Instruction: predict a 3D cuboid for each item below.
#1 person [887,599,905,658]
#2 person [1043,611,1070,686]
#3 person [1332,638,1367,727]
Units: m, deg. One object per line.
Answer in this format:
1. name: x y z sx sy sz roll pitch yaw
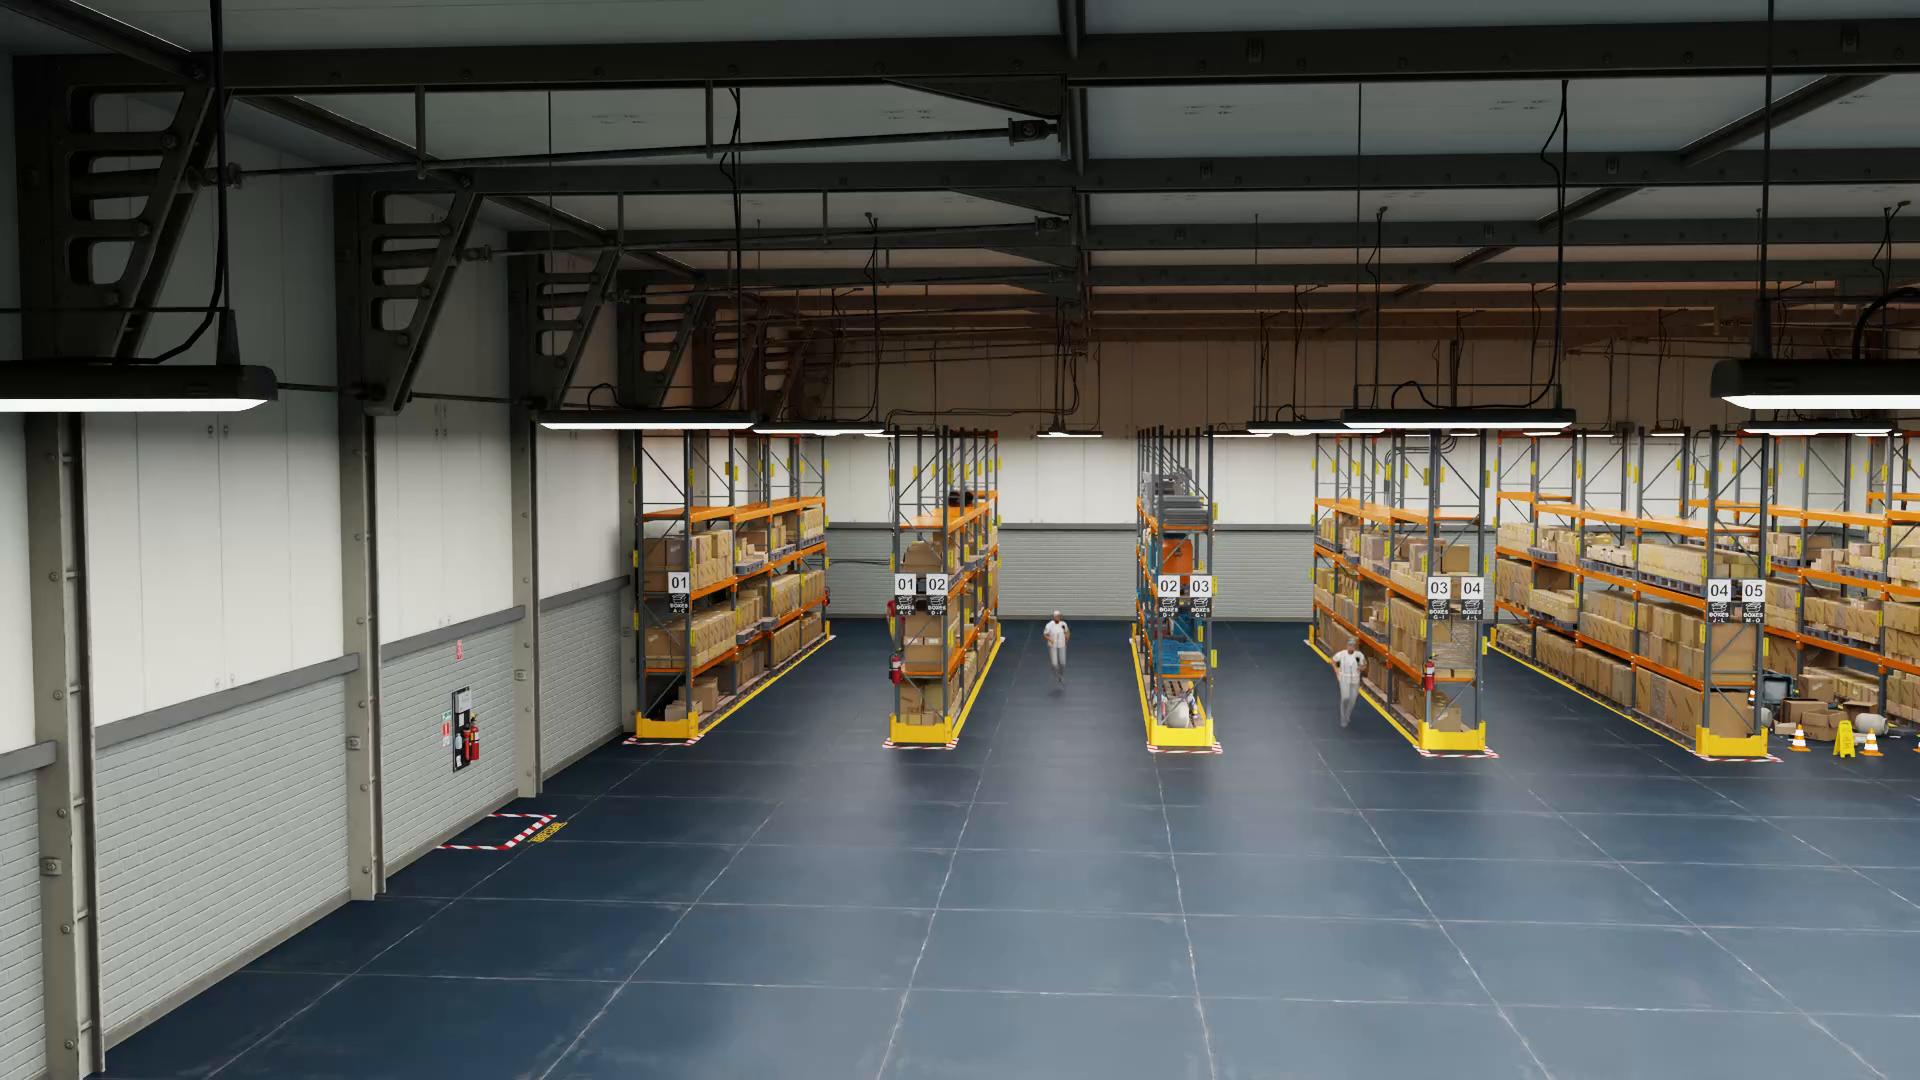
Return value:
1. person: -1.511 2.180 41.332 0.686 1.854 0.839 0 3 8
2. person: 2.177 2.437 37.346 0.604 1.697 0.581 0 3 -2
3. person: 7.818 2.853 33.332 0.641 1.820 0.797 0 3 0
